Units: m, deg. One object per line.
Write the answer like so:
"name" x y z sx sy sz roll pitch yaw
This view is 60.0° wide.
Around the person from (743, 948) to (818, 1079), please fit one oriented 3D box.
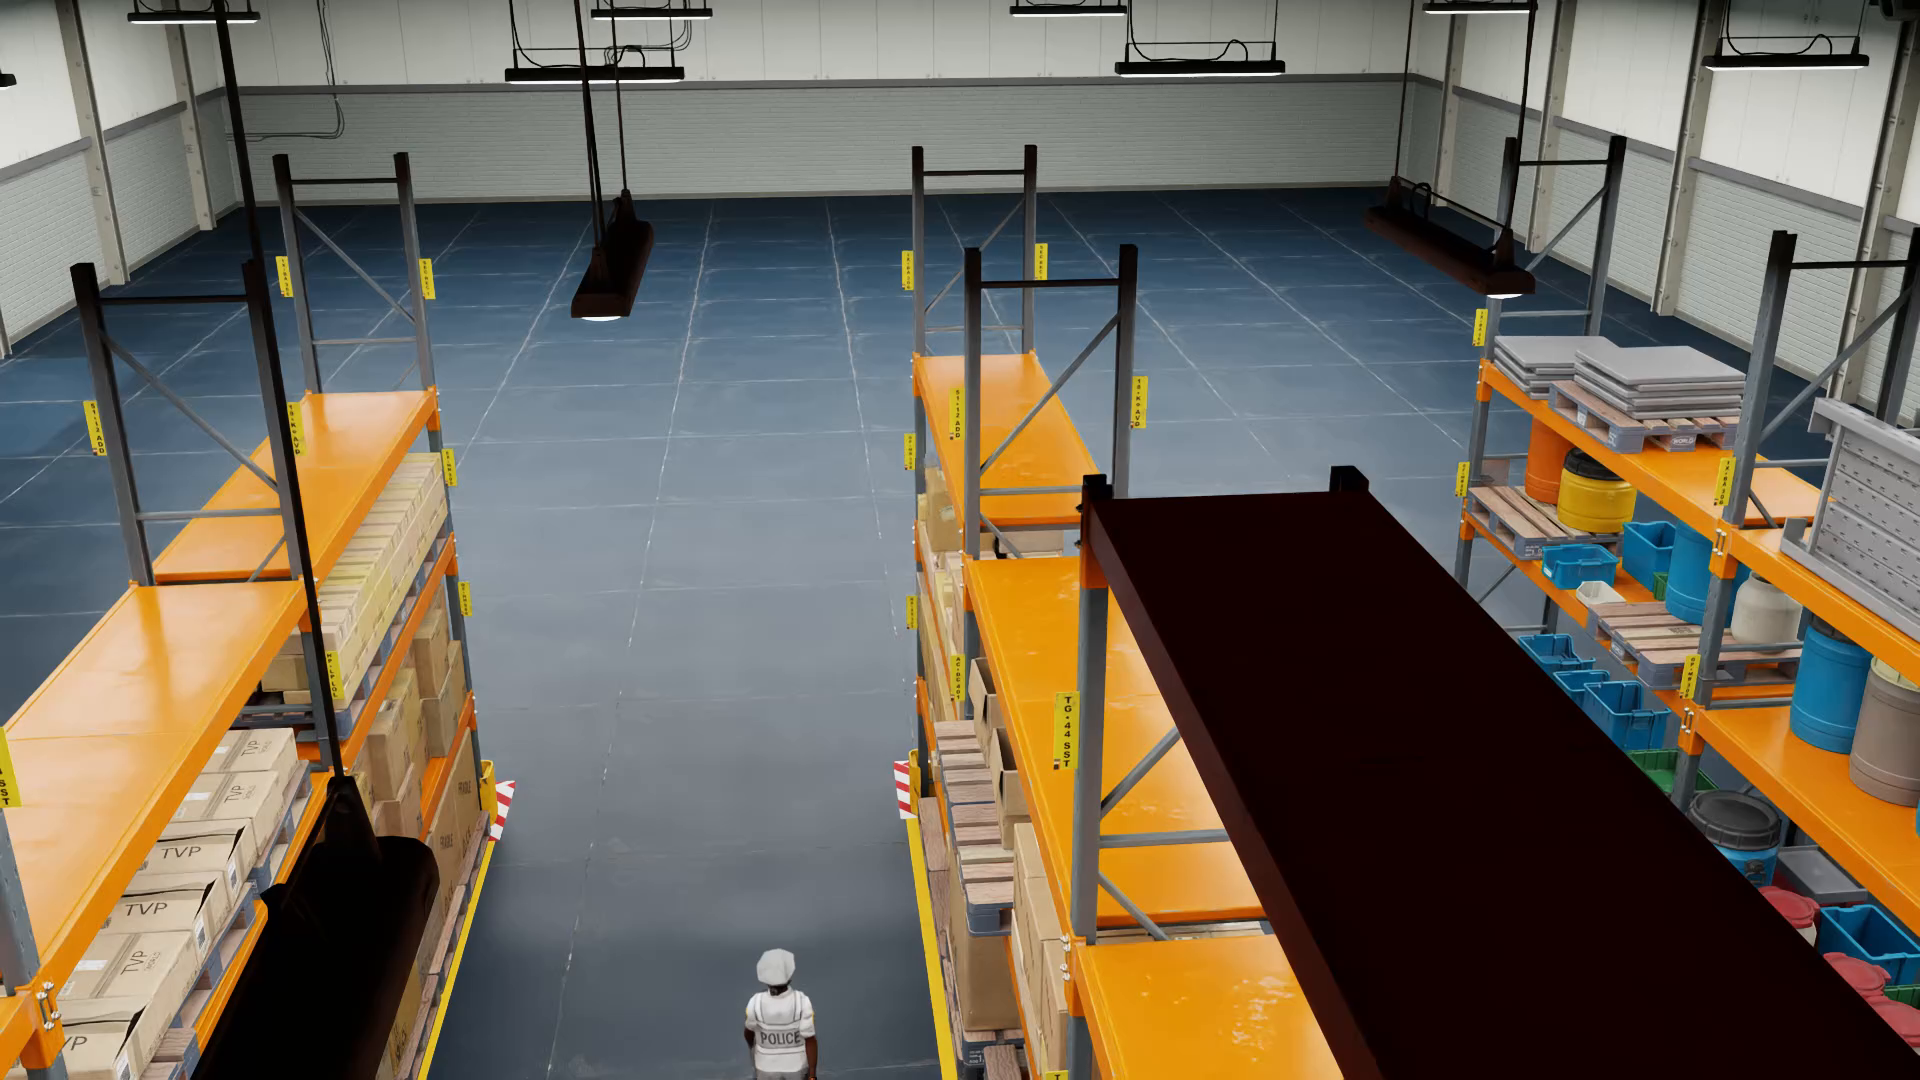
"person" -1.166 3.370 10.854 0.471 1.629 1.035 -3 22 -8
